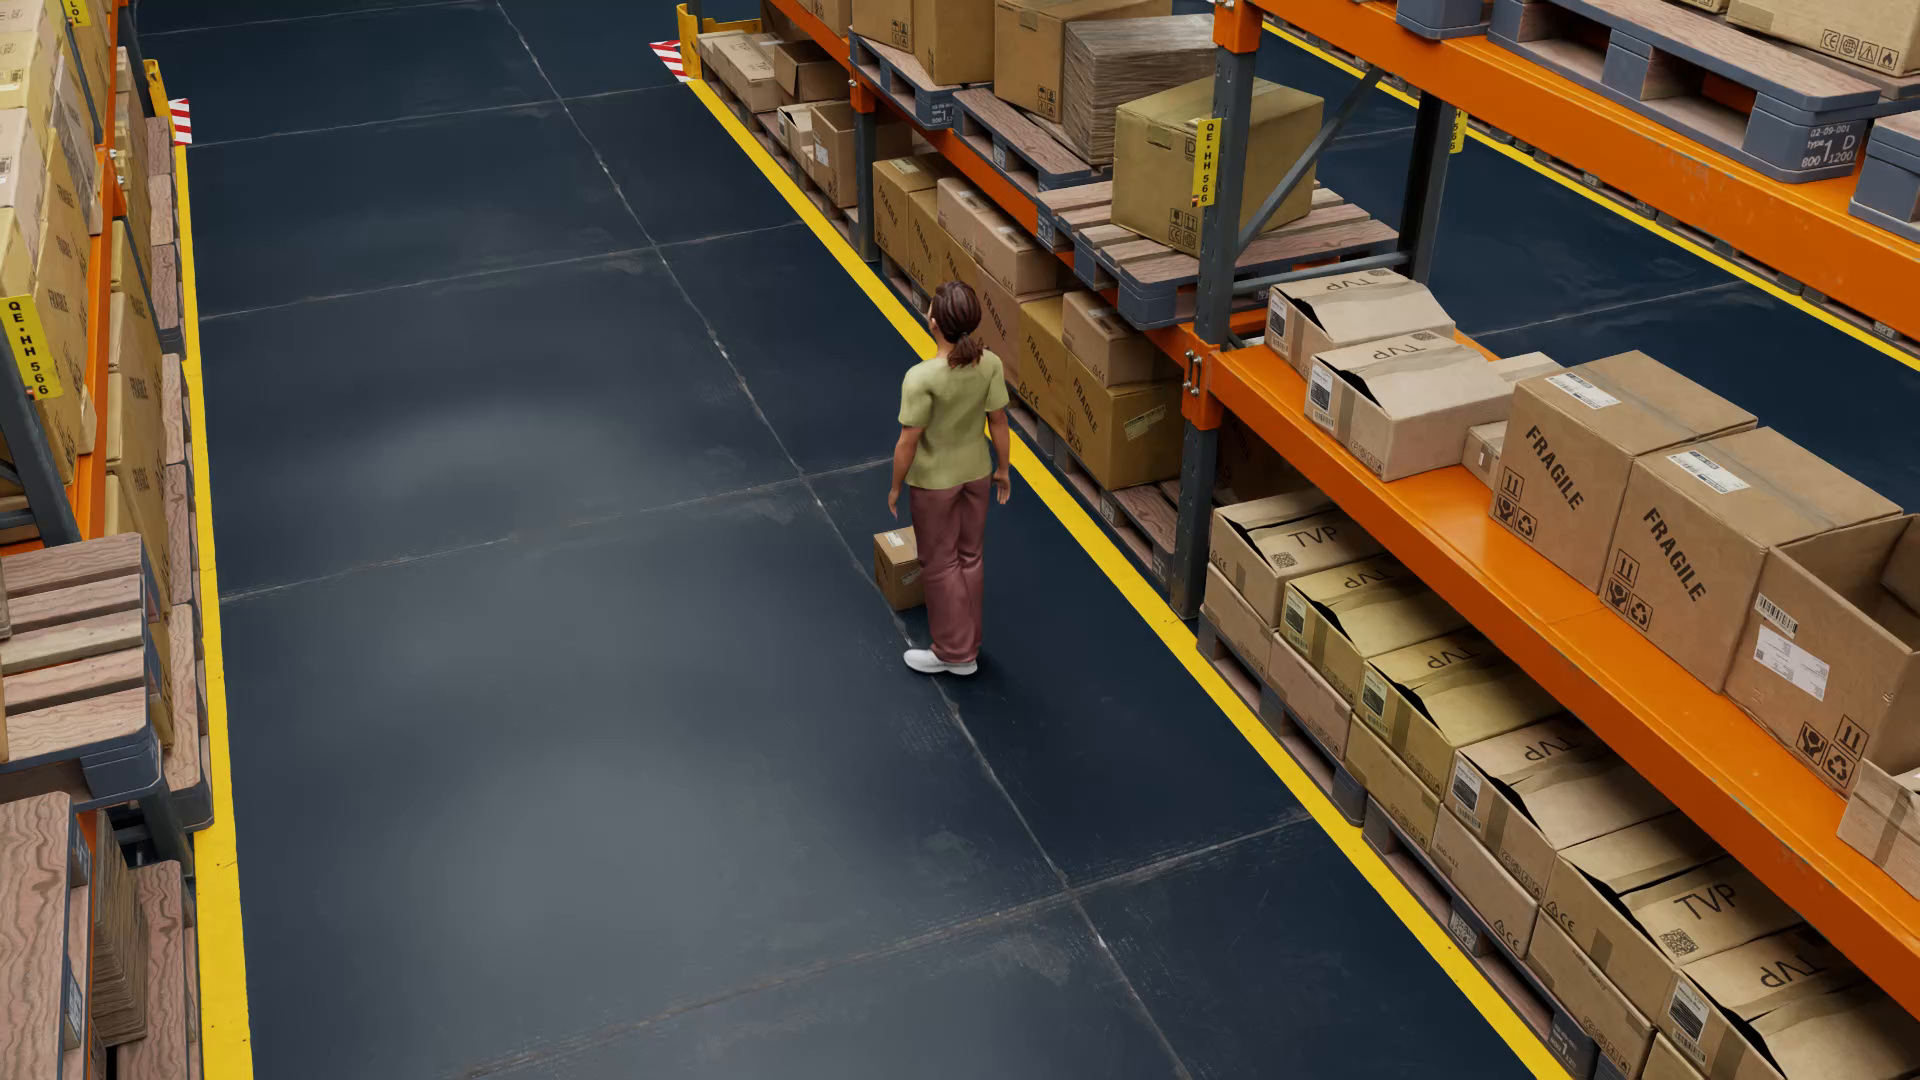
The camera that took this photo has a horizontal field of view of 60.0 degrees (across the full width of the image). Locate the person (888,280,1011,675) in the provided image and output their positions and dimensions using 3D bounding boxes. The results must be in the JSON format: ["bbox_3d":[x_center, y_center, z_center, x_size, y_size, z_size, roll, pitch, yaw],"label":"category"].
[{"bbox_3d":[-0.044,-0.221,6.455,0.486,1.669,0.394,-18,38,-25],"label":"person"}]
